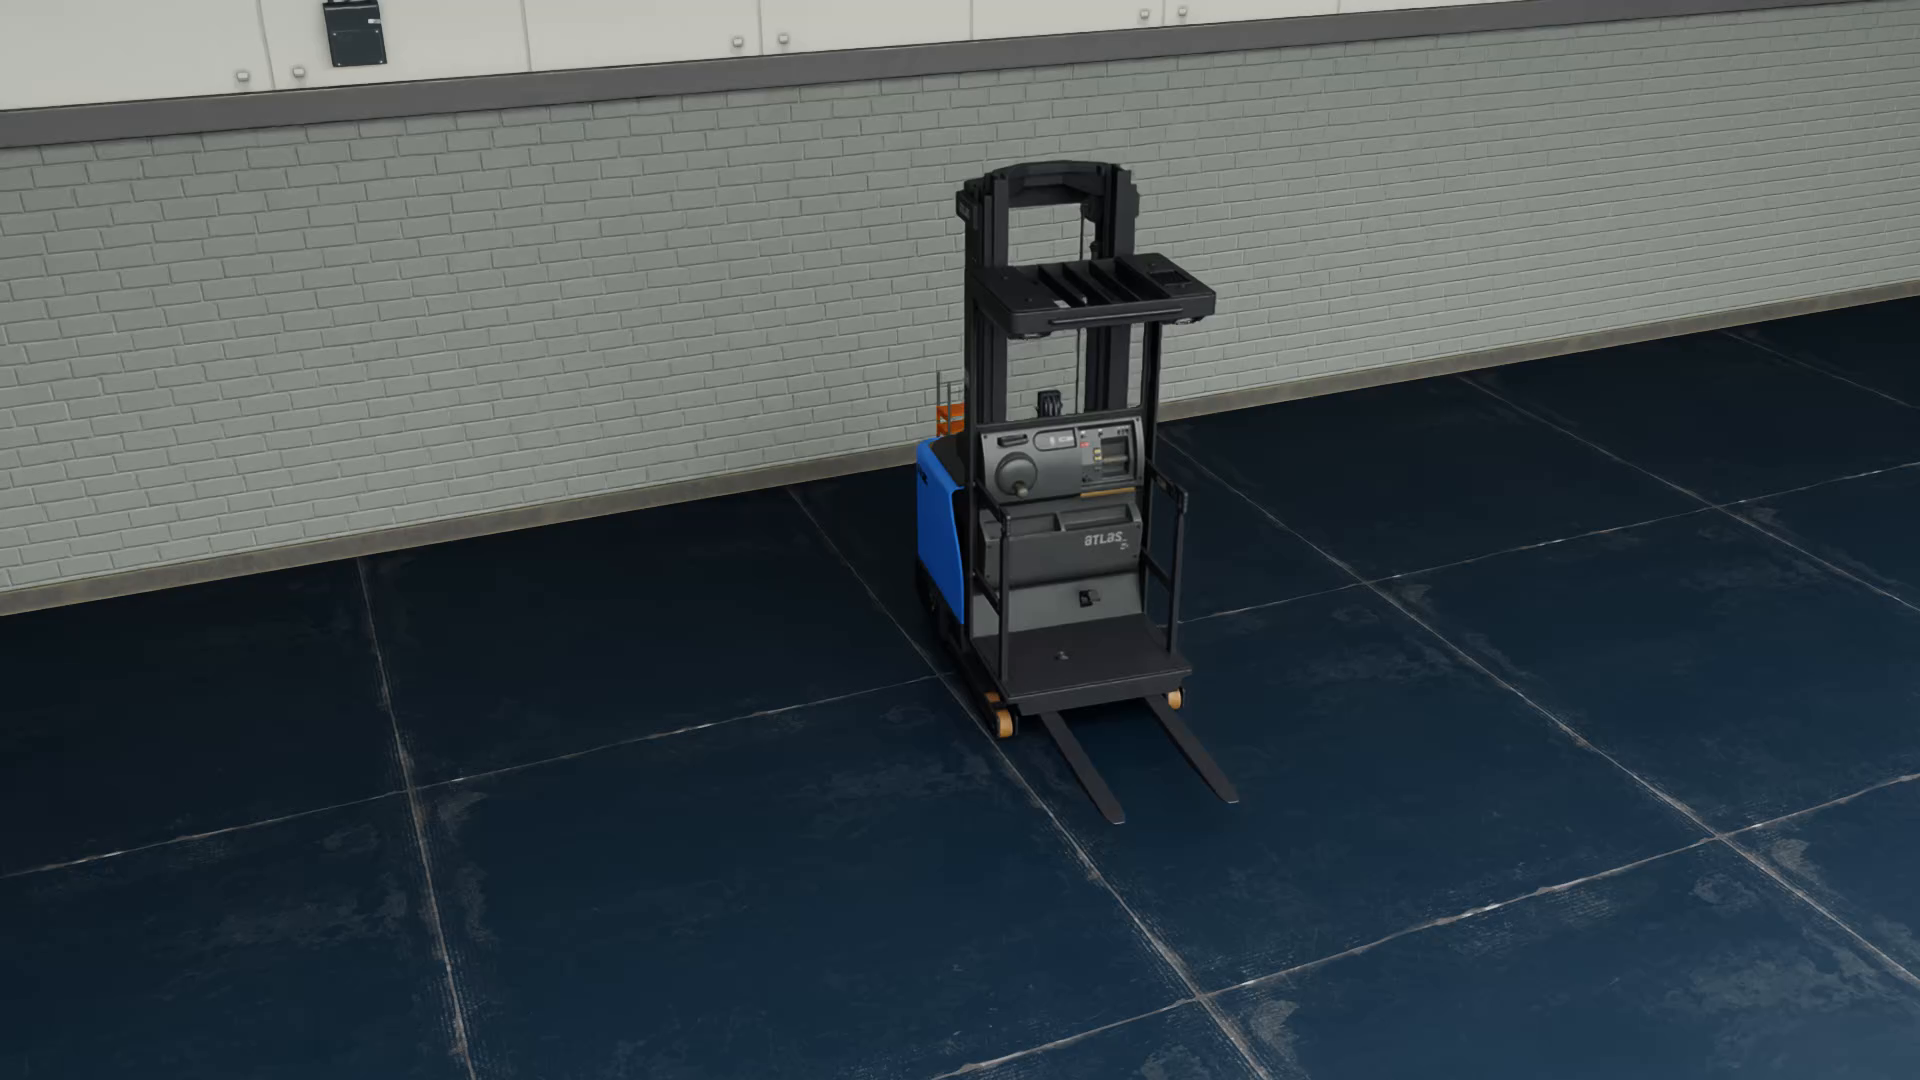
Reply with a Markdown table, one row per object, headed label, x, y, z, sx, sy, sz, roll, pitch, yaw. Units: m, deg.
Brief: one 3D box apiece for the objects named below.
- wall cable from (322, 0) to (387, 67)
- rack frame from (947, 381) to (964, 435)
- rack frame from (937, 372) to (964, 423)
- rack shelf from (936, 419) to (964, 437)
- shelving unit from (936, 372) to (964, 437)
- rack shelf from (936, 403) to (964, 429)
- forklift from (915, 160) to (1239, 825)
| label | x | y | z | sx | sy | sz | roll | pitch | yaw |
| --- | --- | --- | --- | --- | --- | --- | --- | --- | --- |
| wall cable | -2.653 | -5.701 | 8.941 | 2.305 | 6.003 | 0.169 | -11 | 28 | -21 |
| rack frame | 0.030 | -0.508 | 11.069 | 0.240 | 1.200 | 0.006 | -11 | 28 | -21 |
| rack frame | -0.042 | -0.582 | 11.220 | 0.240 | 1.200 | 0.006 | -11 | 28 | -21 |
| rack shelf | -0.006 | -0.721 | 11.059 | 0.258 | 0.103 | 0.180 | -11 | 28 | -21 |
| shelving unit | -0.006 | -0.545 | 11.145 | 0.258 | 1.200 | 0.189 | -11 | 28 | -21 |
| rack shelf | -0.006 | -0.829 | 11.006 | 0.258 | 0.103 | 0.180 | -11 | 28 | -21 |
| forklift | 0.629 | -0.416 | 8.908 | 1.130 | 2.935 | 3.031 | -8 | 27 | -15 |
